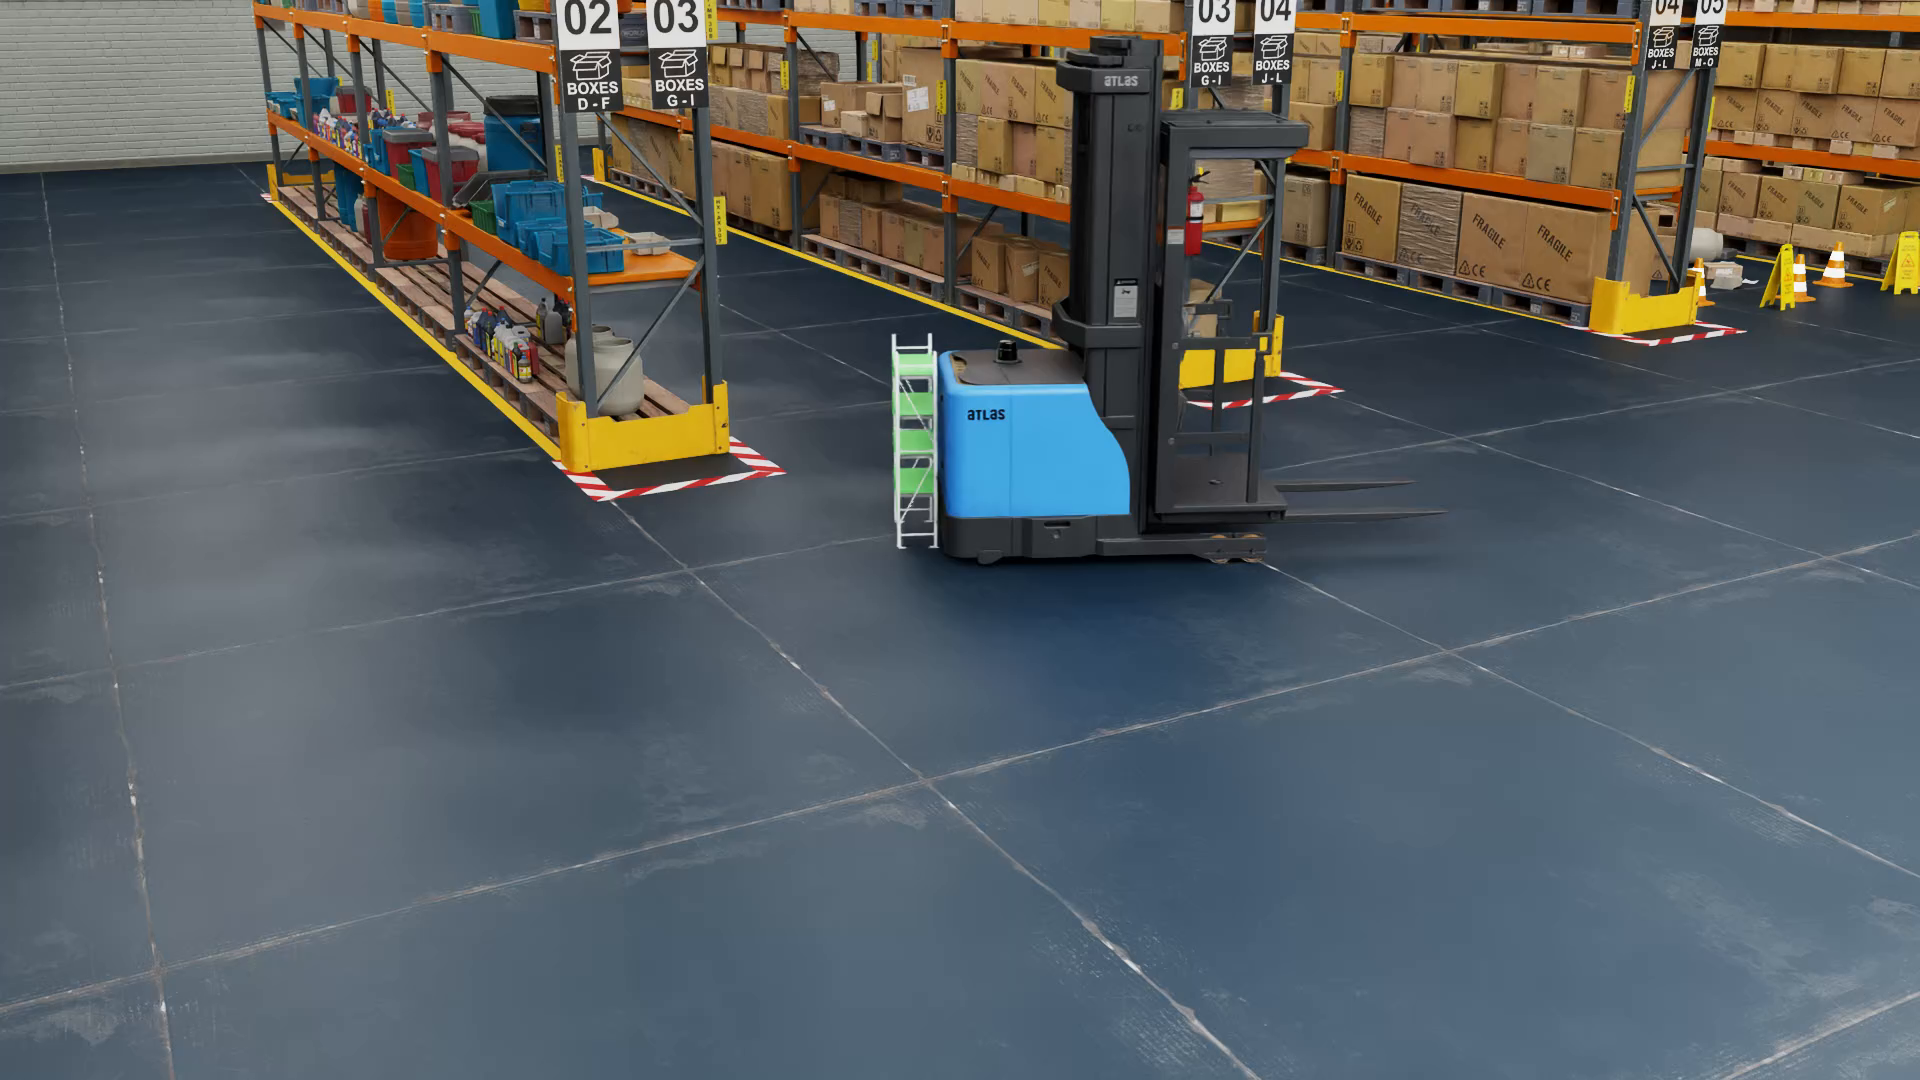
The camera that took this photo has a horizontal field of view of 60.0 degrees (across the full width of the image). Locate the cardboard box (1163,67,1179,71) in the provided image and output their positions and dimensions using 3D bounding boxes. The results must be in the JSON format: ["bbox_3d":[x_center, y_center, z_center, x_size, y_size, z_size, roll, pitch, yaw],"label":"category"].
[{"bbox_3d":[1.713,-3.914,14.733,0.500,0.500,0.500,-10,21,-27],"label":"cardboard box"}]

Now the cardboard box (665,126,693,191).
[{"bbox_3d":[-3.737,-5.606,24.392,0.875,0.875,0.875,-10,21,-27],"label":"cardboard box"}]

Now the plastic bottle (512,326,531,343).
[{"bbox_3d":[-3.626,-1.625,13.742,0.152,0.276,0.135,-10,21,-27],"label":"plastic bottle"}]

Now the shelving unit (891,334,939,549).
[{"bbox_3d":[-0.274,-0.600,10.031,0.258,1.200,0.503,-1,19,-4],"label":"shelving unit"}]

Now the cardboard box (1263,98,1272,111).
[{"bbox_3d":[3.755,-5.098,20.155,0.500,0.500,0.500,-10,21,-26],"label":"cardboard box"}]

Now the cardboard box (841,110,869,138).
[{"bbox_3d":[-1.001,-4.673,18.660,0.500,0.250,0.500,-11,22,-28],"label":"cardboard box"}]

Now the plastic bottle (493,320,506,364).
[{"bbox_3d":[-3.745,-1.630,13.643,0.144,0.351,0.185,-10,21,-27],"label":"plastic bottle"}]

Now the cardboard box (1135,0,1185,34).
[{"bbox_3d":[1.751,-4.211,13.369,0.500,0.250,0.500,-9,21,-25],"label":"cardboard box"}]

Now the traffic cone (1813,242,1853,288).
[{"bbox_3d":[9.586,-3.025,18.187,0.336,0.463,0.334,-10,21,-27],"label":"traffic cone"}]

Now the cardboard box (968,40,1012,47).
[{"bbox_3d":[0.458,-7.703,25.714,0.500,0.500,0.500,-11,22,-29],"label":"cardboard box"}]

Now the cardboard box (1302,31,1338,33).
[{"bbox_3d":[5.912,-8.028,27.112,0.500,0.500,0.500,-10,21,-26],"label":"cardboard box"}]

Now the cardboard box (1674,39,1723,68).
[{"bbox_3d":[9.044,-5.949,20.631,0.700,0.500,0.500,-10,22,-27],"label":"cardboard box"}]

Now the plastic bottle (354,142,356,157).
[{"bbox_3d":[-6.670,-4.353,18.452,0.097,0.201,0.097,0,19,0],"label":"plastic bottle"}]

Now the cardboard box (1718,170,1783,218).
[{"bbox_3d":[9.578,-4.189,20.096,0.500,0.500,0.500,-9,21,-24],"label":"cardboard box"}]

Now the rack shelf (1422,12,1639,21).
[{"bbox_3d":[8.076,-7.100,22.614,1.077,0.370,4.000,-10,21,-27],"label":"rack shelf"}]

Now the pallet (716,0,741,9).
[{"bbox_3d":[-2.481,-6.888,21.184,1.003,0.211,1.213,-9,21,-24],"label":"pallet"}]

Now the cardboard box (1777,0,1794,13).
[{"bbox_3d":[9.691,-6.177,19.219,0.380,0.149,0.250,-10,21,-26],"label":"cardboard box"}]

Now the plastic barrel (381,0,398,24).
[{"bbox_3d":[-5.108,-5.289,15.493,0.600,0.901,0.708,-10,21,-27],"label":"plastic barrel"}]

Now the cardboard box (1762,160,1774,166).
[{"bbox_3d":[12.414,-5.882,25.575,0.875,0.625,0.625,-11,22,-29],"label":"cardboard box"}]

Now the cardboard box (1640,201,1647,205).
[{"bbox_3d":[8.775,-4.555,22.118,0.950,0.372,0.625,-10,21,-26],"label":"cardboard box"}]

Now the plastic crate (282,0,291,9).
[{"bbox_3d":[-8.320,-6.835,21.068,0.450,0.188,0.662,-10,21,-27],"label":"plastic crate"}]

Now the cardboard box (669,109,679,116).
[{"bbox_3d":[-3.927,-6.128,23.677,0.380,0.149,0.250,-10,21,-26],"label":"cardboard box"}]

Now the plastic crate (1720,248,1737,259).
[{"bbox_3d":[9.050,-3.491,20.124,0.583,0.080,0.402,16,25,39],"label":"plastic crate"}]

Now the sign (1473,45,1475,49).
[{"bbox_3d":[7.600,-7.193,24.726,0.100,0.325,0.005,-10,21,-27],"label":"sign"}]

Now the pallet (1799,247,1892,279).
[{"bbox_3d":[10.535,-3.242,19.205,1.003,0.211,1.213,-10,21,-27],"label":"pallet"}]

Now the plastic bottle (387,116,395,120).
[{"bbox_3d":[-6.969,-5.071,20.420,0.152,0.276,0.135,-10,21,-27],"label":"plastic bottle"}]

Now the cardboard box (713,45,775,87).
[{"bbox_3d":[-2.868,-6.351,22.246,0.797,0.503,0.637,-10,21,-26],"label":"cardboard box"}]

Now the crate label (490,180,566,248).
[{"bbox_3d":[-3.267,-2.501,12.727,0.502,0.435,0.616,-10,21,-27],"label":"crate label"}]

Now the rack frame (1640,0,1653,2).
[{"bbox_3d":[6.617,-6.340,14.710,1.000,3.000,0.127,-10,21,-27],"label":"rack frame"}]

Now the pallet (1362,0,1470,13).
[{"bbox_3d":[5.097,-5.792,17.856,1.003,0.211,1.213,-10,21,-27],"label":"pallet"}]

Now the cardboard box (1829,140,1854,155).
[{"bbox_3d":[10.090,-4.457,18.835,0.380,0.149,0.250,-10,21,-26],"label":"cardboard box"}]

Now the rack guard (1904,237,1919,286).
[{"bbox_3d":[10.889,-3.140,18.466,1.175,0.500,0.348,-10,21,-27],"label":"rack guard"}]

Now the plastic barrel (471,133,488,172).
[{"bbox_3d":[-4.316,-3.519,15.523,0.433,0.535,0.433,0,19,0],"label":"plastic barrel"}]

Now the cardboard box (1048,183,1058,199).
[{"bbox_3d":[1.025,-3.193,15.172,0.380,0.149,0.250,-10,21,-27],"label":"cardboard box"}]

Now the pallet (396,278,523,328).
[{"bbox_3d":[-5.045,-2.398,16.758,1.003,0.211,1.213,-10,21,-27],"label":"pallet"}]

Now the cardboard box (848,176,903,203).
[{"bbox_3d":[-0.990,-4.104,19.435,0.500,0.250,0.500,-7,20,-21],"label":"cardboard box"}]

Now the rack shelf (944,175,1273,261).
[{"bbox_3d":[1.254,-2.999,15.327,1.077,0.370,4.000,-10,21,-27],"label":"rack shelf"}]

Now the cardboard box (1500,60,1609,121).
[{"bbox_3d":[5.986,-4.524,16.757,0.875,0.550,0.550,-10,21,-27],"label":"cardboard box"}]

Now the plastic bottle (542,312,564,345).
[{"bbox_3d":[-3.522,-1.841,14.370,0.152,0.276,0.135,-10,21,-27],"label":"plastic bottle"}]

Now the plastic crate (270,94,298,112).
[{"bbox_3d":[-9.613,-6.229,23.750,0.416,0.233,0.300,-10,21,-27],"label":"plastic crate"}]

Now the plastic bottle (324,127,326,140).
[{"bbox_3d":[-7.672,-4.959,20.207,0.097,0.201,0.097,0,19,0],"label":"plastic bottle"}]

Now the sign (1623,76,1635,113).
[{"bbox_3d":[6.133,-4.084,15.229,0.100,0.325,0.005,-10,21,-27],"label":"sign"}]

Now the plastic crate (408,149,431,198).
[{"bbox_3d":[-4.852,-3.407,15.431,0.392,0.384,0.575,-10,21,-27],"label":"plastic crate"}]

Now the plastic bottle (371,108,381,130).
[{"bbox_3d":[-7.168,-5.131,20.478,0.144,0.351,0.185,-10,21,-27],"label":"plastic bottle"}]

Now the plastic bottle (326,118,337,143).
[{"bbox_3d":[-7.529,-4.926,20.000,0.152,0.276,0.135,-10,21,-27],"label":"plastic bottle"}]

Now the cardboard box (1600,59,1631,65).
[{"bbox_3d":[8.605,-5.932,21.470,0.500,0.500,0.500,-10,22,-28],"label":"cardboard box"}]

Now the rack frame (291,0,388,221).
[{"bbox_3d":[-7.853,-5.443,21.306,1.000,3.000,0.127,-10,21,-27],"label":"rack frame"}]

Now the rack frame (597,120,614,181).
[{"bbox_3d":[-5.394,-7.358,26.857,1.000,3.000,0.127,-10,21,-27],"label":"rack frame"}]

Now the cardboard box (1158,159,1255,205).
[{"bbox_3d":[1.967,-3.115,13.951,0.875,0.500,0.500,-10,21,-27],"label":"cardboard box"}]

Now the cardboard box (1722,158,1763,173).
[{"bbox_3d":[9.451,-4.528,20.082,0.380,0.149,0.250,-9,21,-24],"label":"cardboard box"}]

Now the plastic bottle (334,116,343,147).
[{"bbox_3d":[-7.254,-4.793,19.498,0.144,0.351,0.185,-10,21,-27],"label":"plastic bottle"}]

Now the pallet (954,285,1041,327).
[{"bbox_3d":[0.655,-2.408,16.786,1.003,0.211,1.213,-10,21,-27],"label":"pallet"}]

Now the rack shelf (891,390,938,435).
[{"bbox_3d":[-0.274,-0.767,9.973,0.258,0.148,0.480,-1,19,-4],"label":"rack shelf"}]

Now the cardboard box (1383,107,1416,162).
[{"bbox_3d":[5.184,-4.465,18.243,0.875,0.550,0.550,-10,21,-27],"label":"cardboard box"}]

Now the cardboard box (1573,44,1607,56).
[{"bbox_3d":[8.507,-6.627,22.491,0.380,0.149,0.250,-9,21,-24],"label":"cardboard box"}]

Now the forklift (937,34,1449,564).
[{"bbox_3d":[1.394,-1.418,9.747,3.031,2.935,1.130,-1,19,-4],"label":"forklift"}]
